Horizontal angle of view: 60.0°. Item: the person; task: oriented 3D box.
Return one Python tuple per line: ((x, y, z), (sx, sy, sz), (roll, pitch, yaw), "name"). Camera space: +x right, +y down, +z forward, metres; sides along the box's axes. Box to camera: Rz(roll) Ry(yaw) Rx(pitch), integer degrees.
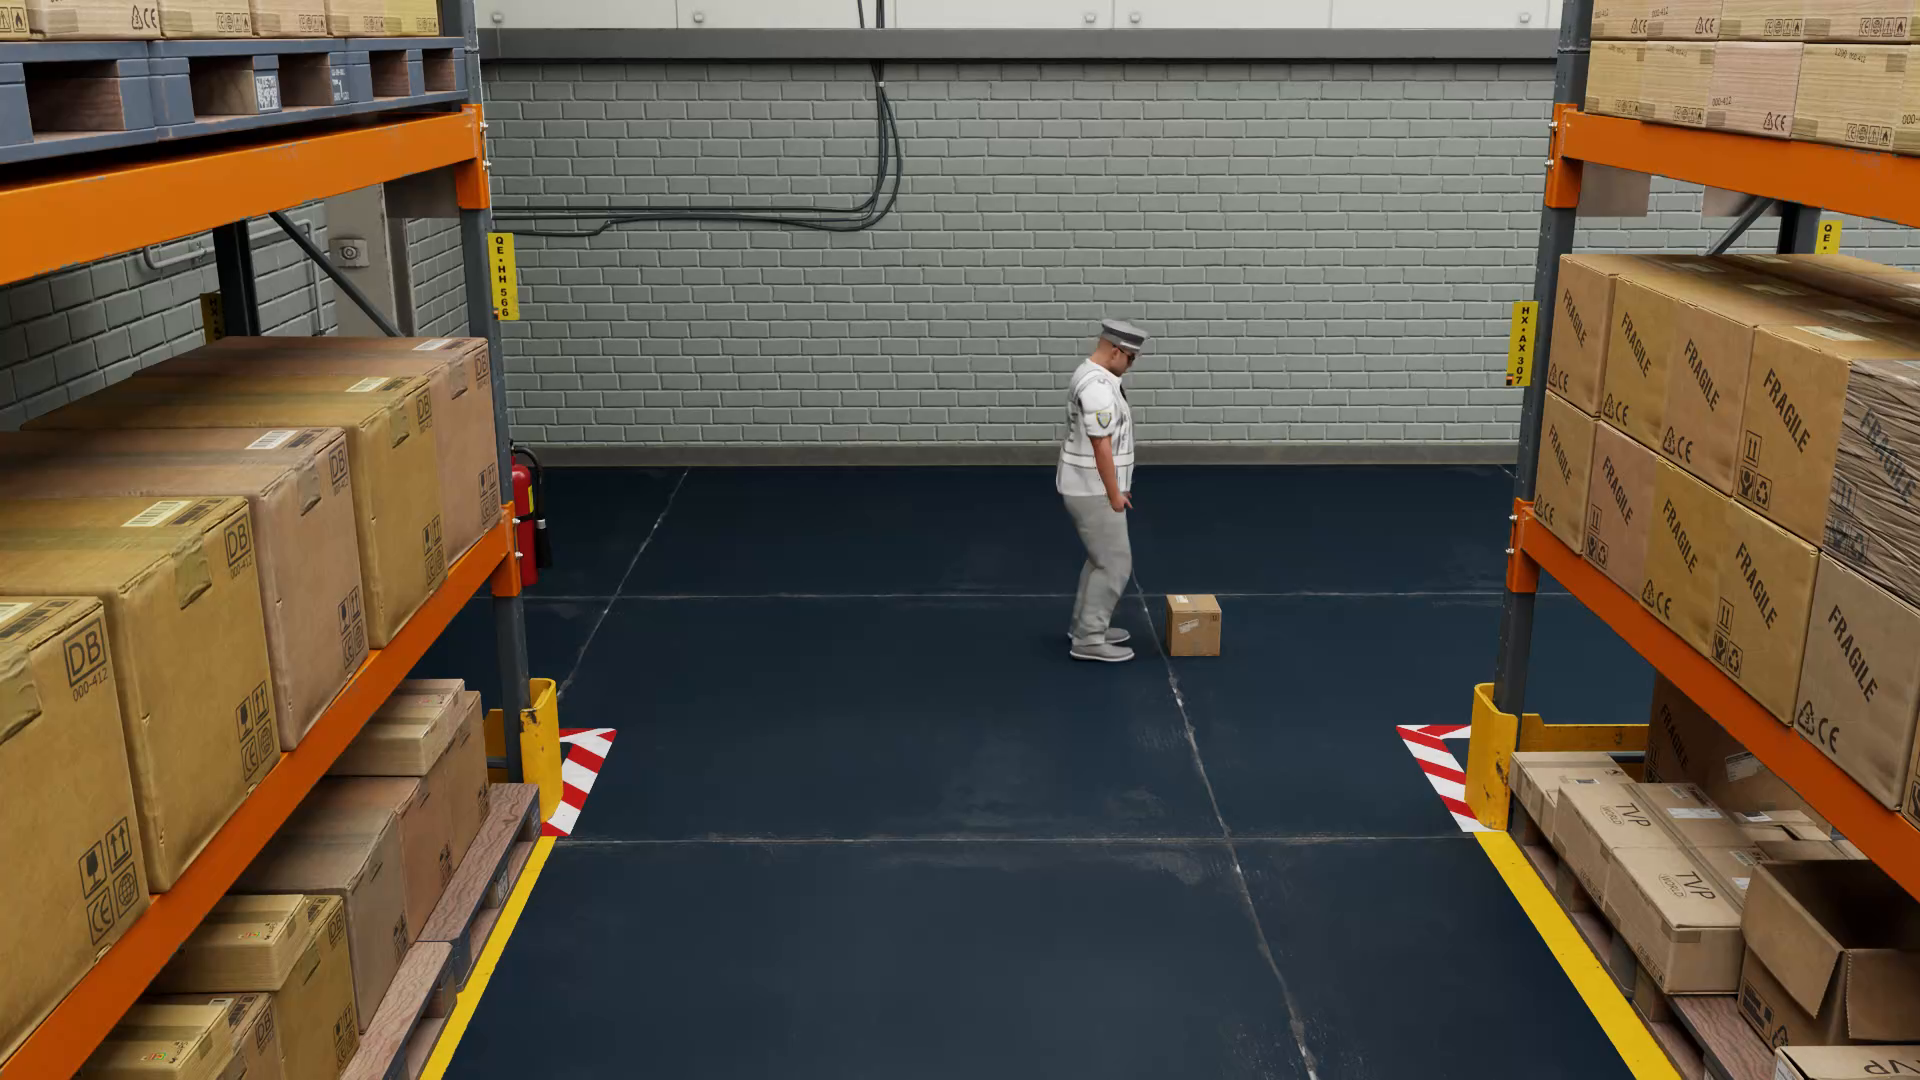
((0.709, -0.257, 8.447), (0.439, 1.719, 0.547), (0, 17, 0), "person")
